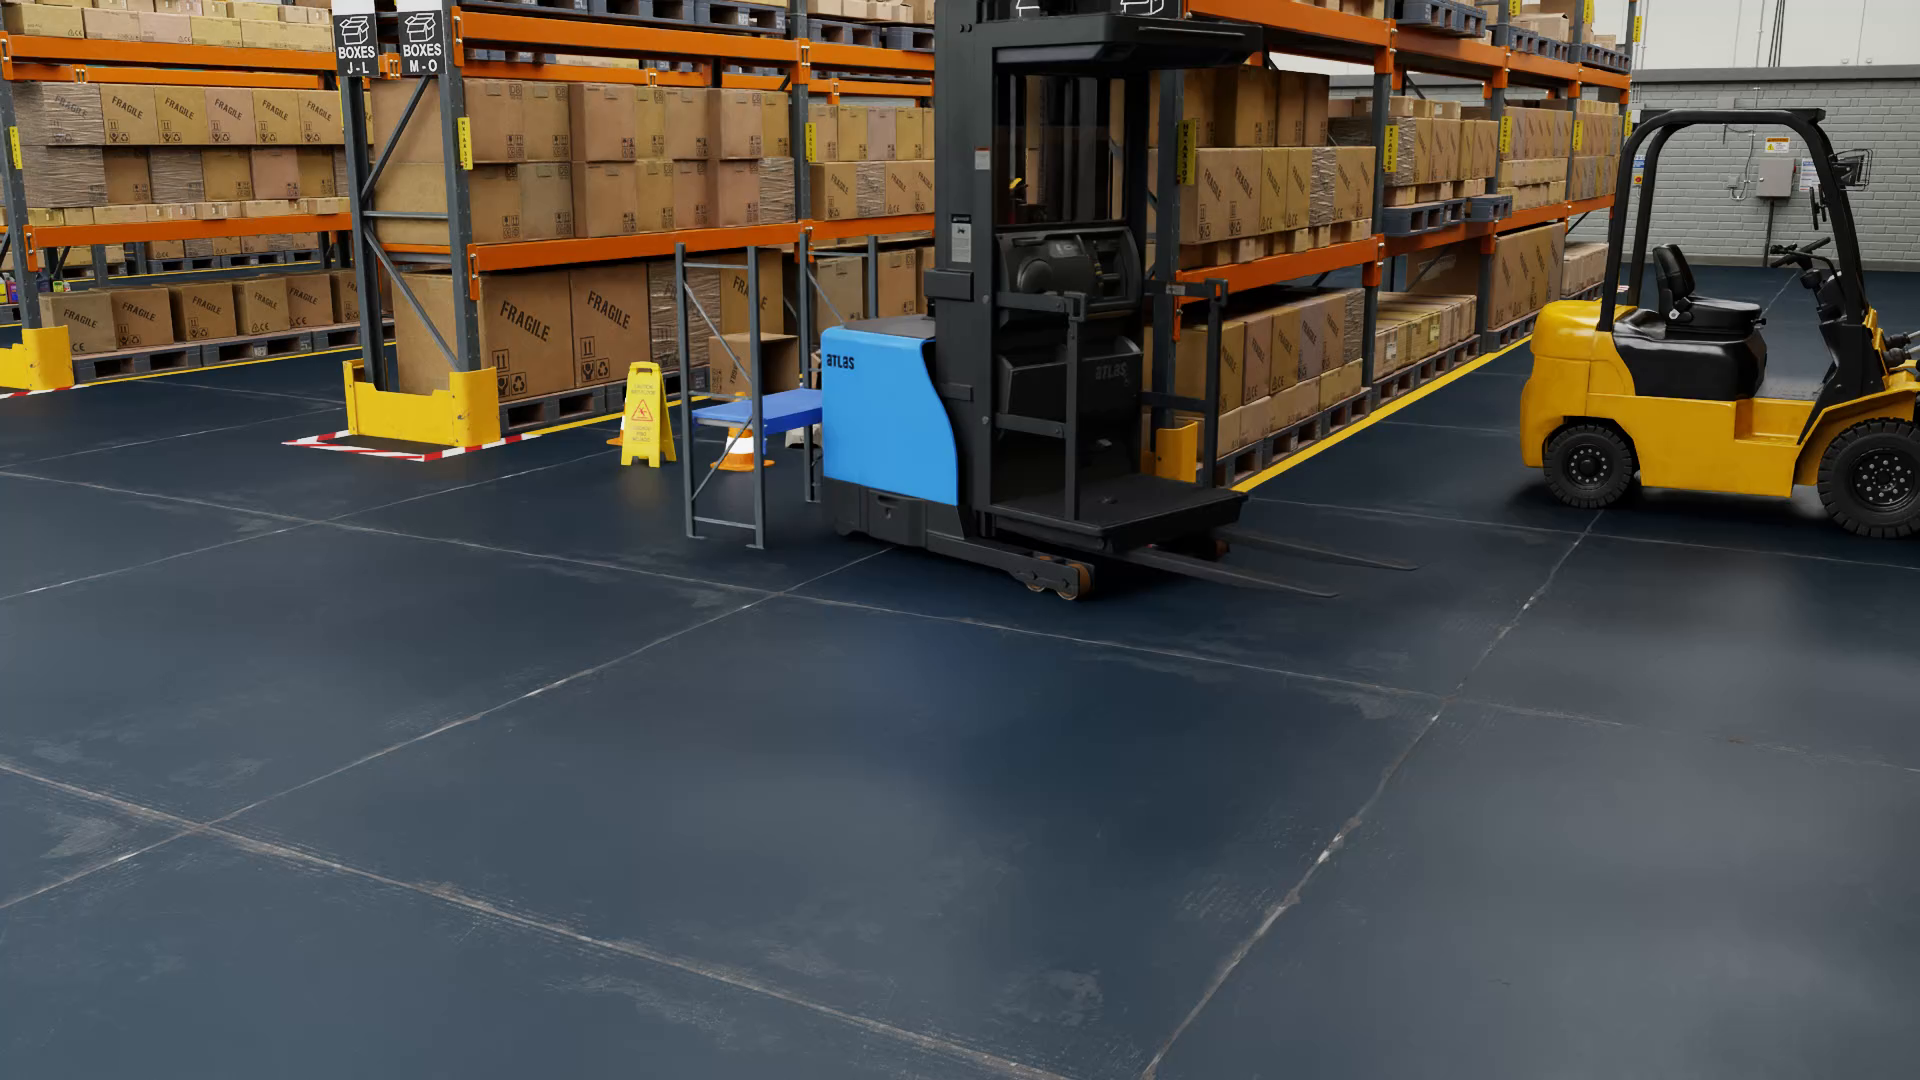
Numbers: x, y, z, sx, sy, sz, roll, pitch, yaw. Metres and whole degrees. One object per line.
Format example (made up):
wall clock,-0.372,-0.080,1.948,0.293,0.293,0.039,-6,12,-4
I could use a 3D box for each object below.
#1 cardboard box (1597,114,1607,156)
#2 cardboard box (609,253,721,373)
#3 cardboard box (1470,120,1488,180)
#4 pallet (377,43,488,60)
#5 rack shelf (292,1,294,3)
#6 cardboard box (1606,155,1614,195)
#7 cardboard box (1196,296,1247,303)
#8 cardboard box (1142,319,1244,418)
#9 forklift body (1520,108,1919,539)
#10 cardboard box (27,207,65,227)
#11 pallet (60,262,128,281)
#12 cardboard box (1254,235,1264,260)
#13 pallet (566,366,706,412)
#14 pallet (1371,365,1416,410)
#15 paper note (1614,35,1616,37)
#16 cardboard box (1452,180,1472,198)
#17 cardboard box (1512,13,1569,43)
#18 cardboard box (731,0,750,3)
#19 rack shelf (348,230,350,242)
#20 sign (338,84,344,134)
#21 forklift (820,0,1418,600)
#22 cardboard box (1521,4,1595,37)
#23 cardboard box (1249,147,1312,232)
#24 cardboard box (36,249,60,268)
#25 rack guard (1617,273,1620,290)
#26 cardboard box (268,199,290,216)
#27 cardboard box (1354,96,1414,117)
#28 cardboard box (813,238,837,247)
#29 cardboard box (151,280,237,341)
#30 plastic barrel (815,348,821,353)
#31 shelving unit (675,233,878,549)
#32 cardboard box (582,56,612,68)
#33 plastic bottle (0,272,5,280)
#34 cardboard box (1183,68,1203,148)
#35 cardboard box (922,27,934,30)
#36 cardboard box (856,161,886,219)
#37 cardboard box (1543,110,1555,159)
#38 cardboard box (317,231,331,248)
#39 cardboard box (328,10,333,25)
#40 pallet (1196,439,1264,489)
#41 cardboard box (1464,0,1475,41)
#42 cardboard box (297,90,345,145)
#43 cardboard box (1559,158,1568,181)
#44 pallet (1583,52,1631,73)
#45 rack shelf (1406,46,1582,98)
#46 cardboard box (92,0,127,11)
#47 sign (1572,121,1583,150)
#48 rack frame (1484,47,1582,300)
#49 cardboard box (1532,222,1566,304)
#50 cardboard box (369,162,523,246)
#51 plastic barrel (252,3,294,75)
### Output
cardboard box,7.684,-5.015,20.587,0.500,0.500,0.500,7,15,28
cardboard box,-2.558,-1.863,13.500,0.875,0.875,0.875,8,15,28
cardboard box,4.339,-3.444,14.677,0.500,0.500,0.500,7,15,27
pallet,-5.662,-5.063,17.134,1.213,0.211,1.003,7,15,28
rack shelf,-9.889,-9.321,29.539,1.077,0.370,4.000,7,15,28
cardboard box,8.165,-4.739,21.576,0.500,0.500,0.500,7,15,27
cardboard box,1.599,-1.383,11.239,0.500,0.500,0.500,8,16,31
cardboard box,1.331,-1.009,9.689,0.500,0.500,0.500,7,15,26
forklift body,4.355,-1.259,9.168,2.313,2.155,1.214,7,15,28
cardboard box,-7.641,-2.670,13.744,0.380,0.149,0.250,7,15,28
pallet,-13.222,-4.005,24.696,1.003,0.211,1.213,7,15,28
cardboard box,1.601,-1.764,9.988,0.380,0.149,0.250,8,16,30
pallet,-2.785,-1.245,13.246,1.003,0.211,1.213,7,15,28
pallet,2.997,-1.263,13.321,1.003,0.211,1.213,7,15,28
paper note,7.917,-6.088,20.081,0.006,0.032,0.123,7,15,28
cardboard box,4.204,-3.038,14.377,0.380,0.149,0.250,8,16,29
cardboard box,6.247,-5.514,17.900,0.500,0.311,0.500,7,15,28
cardboard box,-1.902,-4.372,13.293,0.380,0.149,0.250,8,16,29
rack shelf,-5.087,-3.642,18.775,1.077,0.370,4.000,7,15,28
sign,-4.162,-2.920,11.271,0.100,0.325,0.005,7,15,28
forklift,0.666,-1.292,7.637,1.130,2.935,3.031,-13,19,-43
cardboard box,7.113,-6.141,19.877,0.797,0.503,0.637,9,16,32
cardboard box,1.891,-2.213,10.466,0.500,0.500,0.500,7,15,27
cardboard box,-13.323,-4.048,23.895,0.500,0.250,0.500,8,16,29
rack guard,8.434,-3.710,22.856,1.175,0.500,0.348,7,15,28
cardboard box,-6.548,-3.131,15.656,0.380,0.149,0.250,7,15,28
cardboard box,3.159,-3.228,12.393,0.380,0.149,0.250,7,15,28
cardboard box,-2.478,-4.260,23.442,1.225,0.875,0.875,7,15,28
cardboard box,-7.092,-2.129,15.400,0.500,0.500,0.500,9,16,33
plastic barrel,-0.966,-1.340,13.187,0.421,0.421,0.512,-5,14,-20
shelving unit,-0.926,-0.818,8.725,0.538,1.500,1.048,8,16,31
cardboard box,-4.363,-5.559,19.110,0.500,0.250,0.500,7,15,28
plastic bottle,-11.017,-2.934,19.015,0.144,0.351,0.185,7,15,28
cardboard box,0.995,-2.550,9.728,0.700,0.500,0.500,8,15,29
cardboard box,-0.069,-5.238,16.543,0.500,0.311,0.500,7,15,28
cardboard box,-1.027,-3.228,15.311,0.500,0.500,0.500,8,15,28
cardboard box,5.987,-4.306,17.646,0.500,0.500,0.500,8,16,30
cardboard box,-10.844,-5.211,28.142,0.500,0.500,0.500,7,15,28
cardboard box,-6.167,-5.016,16.011,0.380,0.149,0.250,8,15,29
pallet,1.148,-0.460,9.993,1.003,0.211,1.213,7,15,28
cardboard box,4.088,-4.593,14.570,0.700,0.500,0.500,7,15,28
cardboard box,-6.271,-4.034,15.886,0.500,0.500,0.500,7,15,28
cardboard box,6.489,-4.152,18.609,0.500,0.250,0.500,7,15,28
pallet,8.073,-6.182,21.566,1.003,0.211,1.213,7,15,28
rack shelf,5.522,-4.798,17.170,1.077,0.370,4.000,7,15,28
cardboard box,-7.233,-4.526,13.976,0.380,0.149,0.250,8,16,30
sign,6.969,-4.565,18.766,0.100,0.325,0.005,7,15,28
rack frame,6.489,-4.100,19.139,1.000,3.000,0.127,7,15,28
cardboard box,6.259,-3.135,18.774,0.875,0.875,0.875,8,16,30
cardboard box,-3.554,-2.332,11.487,0.875,0.550,0.550,7,15,28
plastic barrel,-9.043,-6.521,21.713,0.600,0.901,0.600,0,14,0
